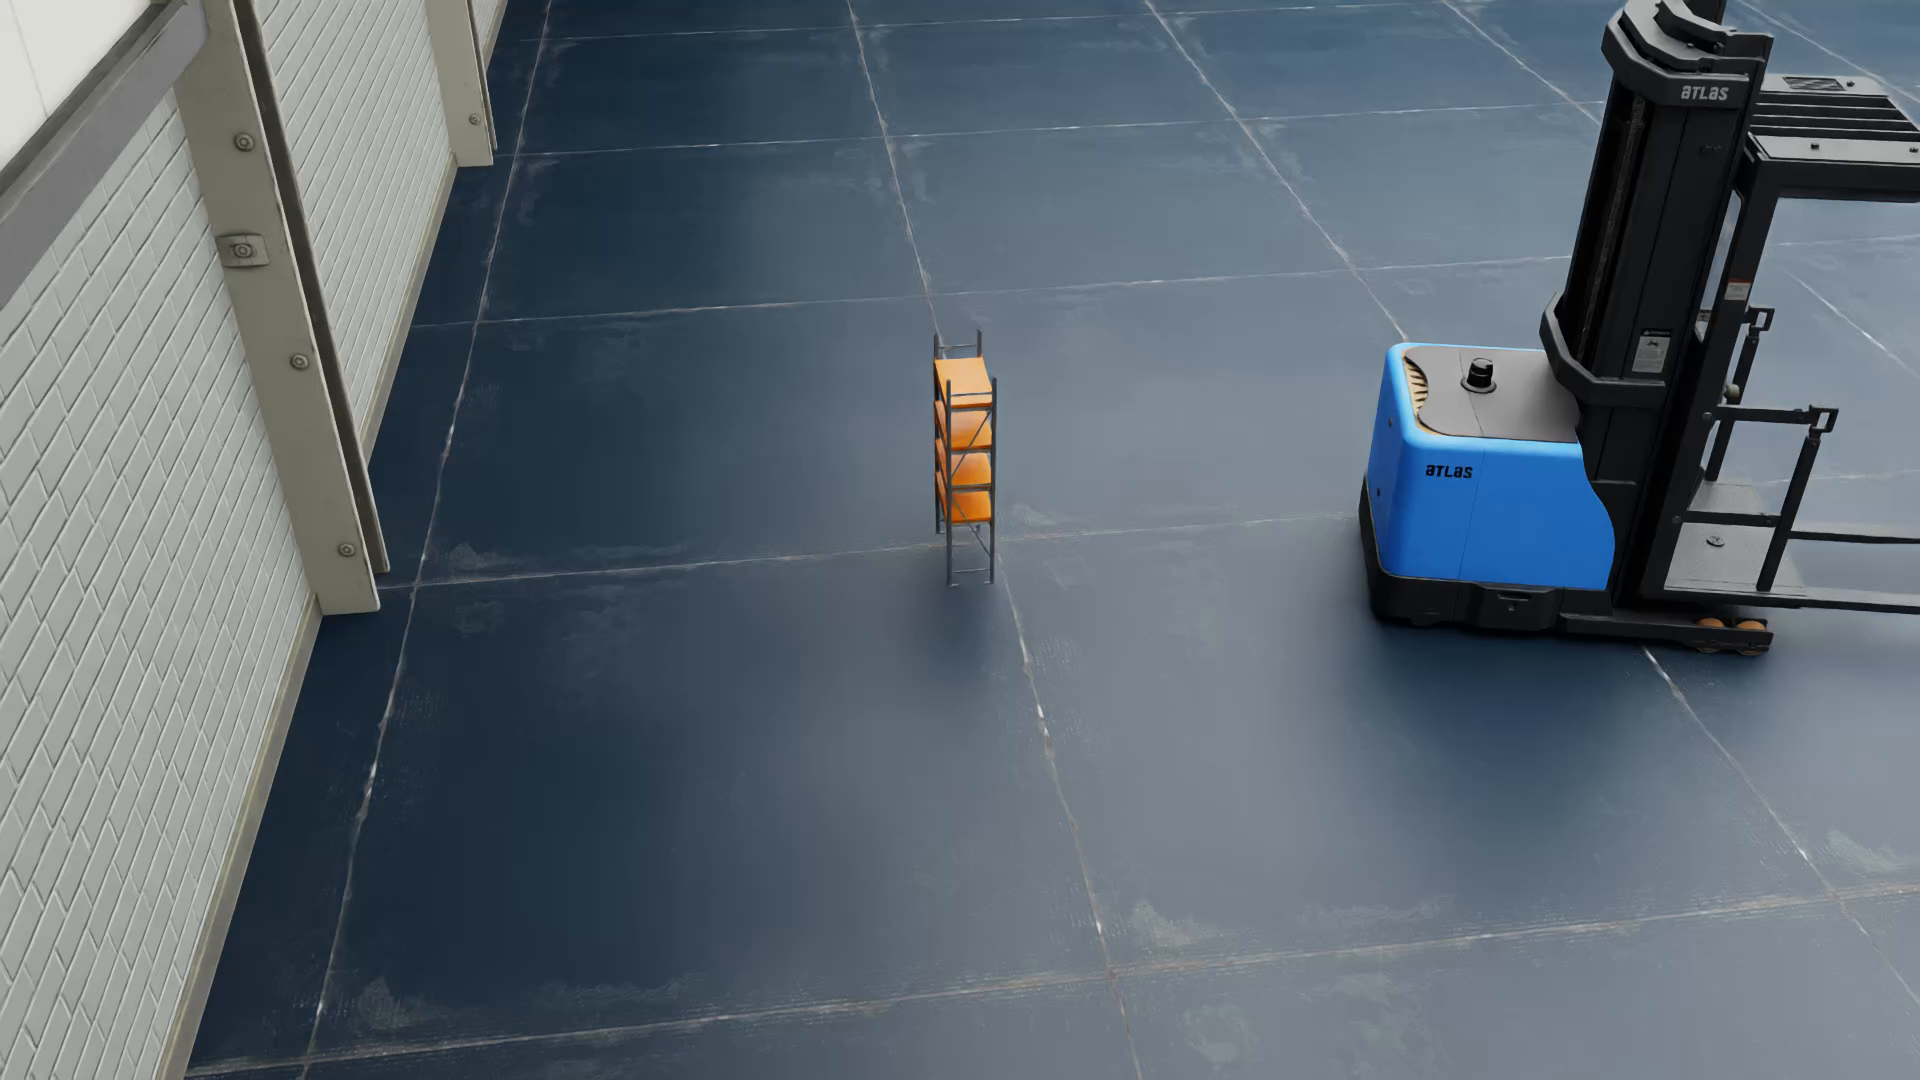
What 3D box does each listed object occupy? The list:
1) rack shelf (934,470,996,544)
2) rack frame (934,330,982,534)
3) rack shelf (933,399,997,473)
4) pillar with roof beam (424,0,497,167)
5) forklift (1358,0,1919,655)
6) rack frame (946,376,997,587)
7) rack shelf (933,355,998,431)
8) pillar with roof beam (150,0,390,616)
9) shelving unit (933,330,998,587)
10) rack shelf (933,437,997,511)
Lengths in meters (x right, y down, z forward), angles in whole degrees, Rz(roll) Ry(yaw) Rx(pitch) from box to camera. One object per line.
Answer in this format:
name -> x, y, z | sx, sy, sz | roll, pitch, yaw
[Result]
rack shelf -> 0.022, -0.184, 8.555 | 0.258, 0.148, 0.480 | -4, 35, -6
rack frame -> -0.011, -0.540, 8.605 | 0.240, 1.200, 0.015 | -4, 35, -6
rack shelf -> 0.022, -0.533, 8.317 | 0.258, 0.148, 0.480 | -4, 35, -6
pillar with roof beam -> 0.359, -7.135, 11.357 | 9.100, 9.000, 0.400 | -4, 35, -6
forklift -> 3.605, -0.970, 7.700 | 3.031, 2.935, 1.130 | 4, 34, 6
rack frame -> 0.055, -0.267, 8.205 | 0.240, 1.200, 0.015 | -4, 35, -6
rack shelf -> 0.022, -0.728, 8.184 | 0.258, 0.148, 0.480 | -4, 35, -6
pillar with roof beam -> 1.165, -3.787, 6.444 | 9.100, 9.000, 0.400 | -4, 35, -6
shelving unit -> 0.022, -0.403, 8.405 | 0.258, 1.200, 0.503 | -4, 35, -6
rack shelf -> 0.022, -0.348, 8.443 | 0.258, 0.148, 0.480 | -4, 35, -6
